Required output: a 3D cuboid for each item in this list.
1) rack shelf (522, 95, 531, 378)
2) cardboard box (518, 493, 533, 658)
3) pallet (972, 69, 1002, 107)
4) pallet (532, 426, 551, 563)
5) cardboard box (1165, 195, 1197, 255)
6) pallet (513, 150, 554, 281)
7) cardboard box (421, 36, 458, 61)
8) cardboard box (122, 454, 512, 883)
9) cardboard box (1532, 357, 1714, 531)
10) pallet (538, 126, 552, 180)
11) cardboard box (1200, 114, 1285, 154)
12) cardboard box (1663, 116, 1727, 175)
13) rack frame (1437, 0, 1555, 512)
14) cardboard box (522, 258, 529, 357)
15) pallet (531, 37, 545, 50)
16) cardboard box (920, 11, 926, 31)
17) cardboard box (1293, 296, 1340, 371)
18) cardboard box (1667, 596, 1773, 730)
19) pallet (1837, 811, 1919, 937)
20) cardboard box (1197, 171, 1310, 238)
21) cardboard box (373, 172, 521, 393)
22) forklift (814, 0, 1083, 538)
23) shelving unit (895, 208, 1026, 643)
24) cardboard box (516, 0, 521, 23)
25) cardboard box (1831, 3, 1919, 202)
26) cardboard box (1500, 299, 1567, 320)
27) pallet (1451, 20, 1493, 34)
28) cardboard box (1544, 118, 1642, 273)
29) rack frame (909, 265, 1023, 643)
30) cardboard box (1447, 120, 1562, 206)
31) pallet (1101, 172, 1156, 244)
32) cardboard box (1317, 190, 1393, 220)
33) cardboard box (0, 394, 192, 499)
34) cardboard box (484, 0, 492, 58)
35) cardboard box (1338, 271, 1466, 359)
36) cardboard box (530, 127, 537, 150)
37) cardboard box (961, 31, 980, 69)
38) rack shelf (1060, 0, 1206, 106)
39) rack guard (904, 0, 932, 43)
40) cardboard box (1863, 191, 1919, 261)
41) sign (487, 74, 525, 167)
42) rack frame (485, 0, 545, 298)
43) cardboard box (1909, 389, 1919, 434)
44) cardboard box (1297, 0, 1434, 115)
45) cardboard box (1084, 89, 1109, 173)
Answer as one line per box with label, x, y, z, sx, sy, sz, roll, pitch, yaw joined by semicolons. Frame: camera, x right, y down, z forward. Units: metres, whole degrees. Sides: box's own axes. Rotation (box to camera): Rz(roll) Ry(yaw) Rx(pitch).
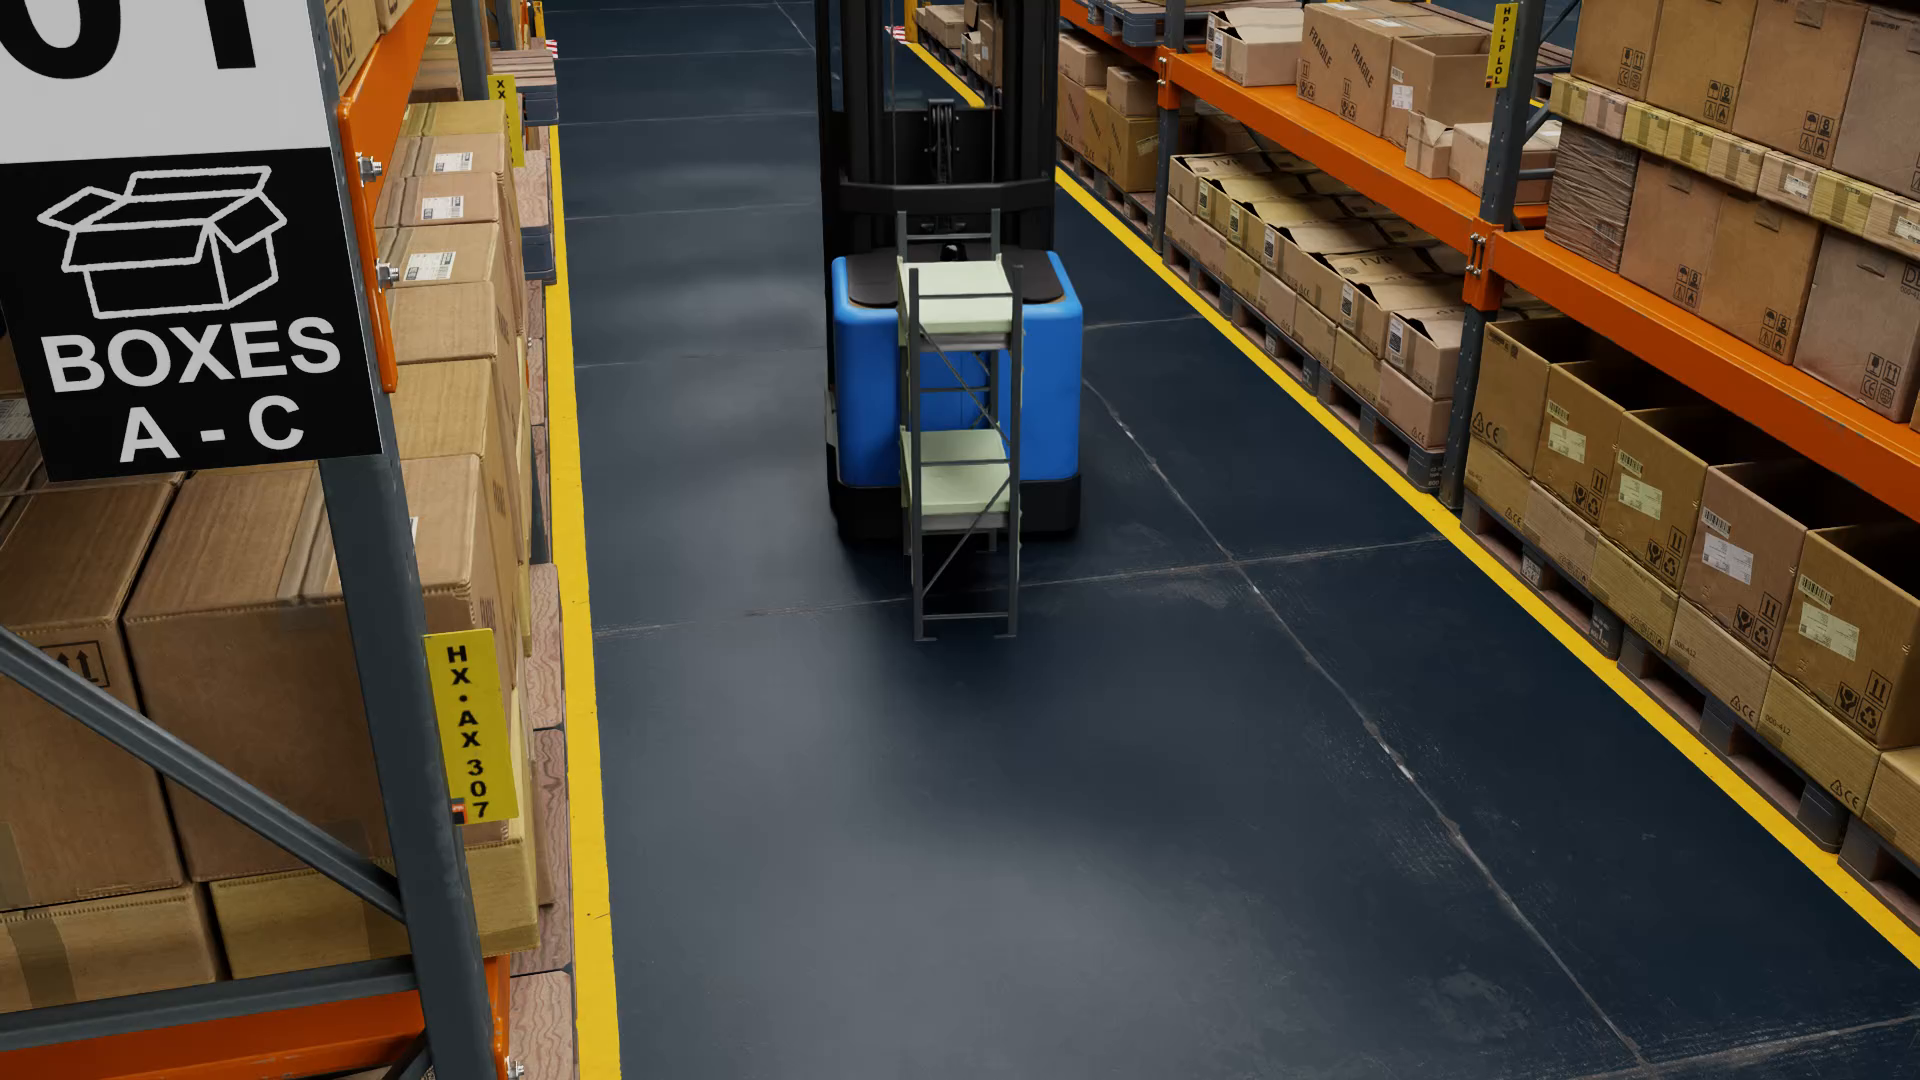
rack shelf;-2.591;-1.596;7.881;1.077;0.370;4.000;-6;27;-12
cardboard box;-1.280;0.078;3.911;0.500;0.250;0.500;-6;27;-12
pallet;0.728;-4.112;15.163;1.003;0.211;1.213;-6;27;-12
pallet;-2.317;-0.136;7.285;1.003;0.211;1.213;-6;27;-12
cardboard box;1.615;-2.000;10.469;0.500;0.250;0.500;-6;27;-12
pallet;-2.171;-1.304;6.717;1.003;0.211;1.213;-6;27;-12
cardboard box;-2.341;-1.753;6.795;0.700;0.500;0.500;-3;27;-6
cardboard box;-1.054;0.200;2.836;0.500;0.500;0.500;-6;27;-12
cardboard box;2.605;-0.384;6.436;0.500;0.500;0.500;-6;27;-12
pallet;-3.696;-2.975;12.910;1.003;0.211;1.213;-6;27;-12
cardboard box;1.959;-2.609;11.376;0.500;0.500;0.500;-5;27;-9
cardboard box;2.734;-1.402;5.868;0.380;0.149;0.250;-6;27;-12
rack frame;2.685;-1.544;6.979;1.000;3.000;0.127;-6;27;-12
cardboard box;-1.738;-0.804;5.658;0.500;0.250;0.500;-6;27;-11
pallet;-4.588;-4.719;16.365;1.003;0.211;1.213;-6;27;-12
cardboard box;-0.204;-5.415;17.305;0.380;0.166;0.250;-6;27;-12
cardboard box;2.081;-1.103;8.692;0.500;0.250;0.500;-5;27;-10
cardboard box;2.828;0.390;5.734;0.500;0.250;0.500;-6;27;-12
pallet;3.373;1.126;4.785;1.003;0.211;1.213;-6;27;-12
cardboard box;1.742;-2.020;9.887;0.500;0.311;0.500;-7;28;-13
cardboard box;-1.512;-0.699;4.618;0.500;0.500;0.500;-7;28;-13
forklift;-0.124;-1.946;7.853;1.130;2.935;3.031;-2;27;-4
shelving unit;-0.011;-0.447;6.471;0.431;1.500;0.755;-2;27;-4
cardboard box;-3.011;-3.451;10.296;0.500;0.500;0.500;-5;27;-10
cardboard box;3.130;-1.312;4.970;0.700;0.500;0.500;-6;27;-12
cardboard box;2.834;-0.961;7.787;0.500;0.311;0.500;-6;27;-11
pallet;5.227;-5.168;17.254;1.003;0.211;1.213;-6;27;-12
cardboard box;2.791;-1.394;6.572;0.700;0.500;0.500;-7;28;-13
rack frame;0.021;-0.283;6.146;0.400;1.500;0.023;-2;27;-4
cardboard box;2.531;-1.688;7.432;0.500;0.250;0.500;-4;27;-8
pallet;1.652;-2.386;11.744;1.003;0.211;1.213;-6;27;-12
cardboard box;2.376;-1.856;9.560;0.500;0.311;0.500;-6;27;-12
cardboard box;-1.656;0.033;3.168;0.500;0.500;0.500;-6;27;-11
cardboard box;-2.926;-2.831;8.930;0.700;0.500;0.500;-9;28;-18
cardboard box;2.191;-1.130;8.124;0.500;0.311;0.500;-5;27;-10
cardboard box;-3.271;-2.744;11.277;0.750;0.750;0.750;-6;27;-12
cardboard box;0.308;-4.602;15.535;0.500;0.311;0.500;-6;27;-12
rack shelf;1.333;-3.856;12.360;1.077;0.370;4.000;-6;27;-12
rack guard;-0.002;-5.662;17.914;1.175;0.500;0.348;-6;27;-12
cardboard box;2.963;-0.951;4.974;0.380;0.149;0.250;-6;27;-12
sign;-1.614;-1.484;5.900;0.100;0.325;0.005;-6;27;-12
rack frame;-3.042;-2.795;9.458;1.000;3.000;0.127;-6;27;-12
cardboard box;3.264;-0.487;4.775;0.700;0.500;0.500;-6;27;-11
cardboard box;2.177;-2.609;8.980;0.500;0.500;0.500;-7;28;-14
cardboard box;1.228;-2.994;12.139;0.500;0.500;0.500;-7;28;-13
